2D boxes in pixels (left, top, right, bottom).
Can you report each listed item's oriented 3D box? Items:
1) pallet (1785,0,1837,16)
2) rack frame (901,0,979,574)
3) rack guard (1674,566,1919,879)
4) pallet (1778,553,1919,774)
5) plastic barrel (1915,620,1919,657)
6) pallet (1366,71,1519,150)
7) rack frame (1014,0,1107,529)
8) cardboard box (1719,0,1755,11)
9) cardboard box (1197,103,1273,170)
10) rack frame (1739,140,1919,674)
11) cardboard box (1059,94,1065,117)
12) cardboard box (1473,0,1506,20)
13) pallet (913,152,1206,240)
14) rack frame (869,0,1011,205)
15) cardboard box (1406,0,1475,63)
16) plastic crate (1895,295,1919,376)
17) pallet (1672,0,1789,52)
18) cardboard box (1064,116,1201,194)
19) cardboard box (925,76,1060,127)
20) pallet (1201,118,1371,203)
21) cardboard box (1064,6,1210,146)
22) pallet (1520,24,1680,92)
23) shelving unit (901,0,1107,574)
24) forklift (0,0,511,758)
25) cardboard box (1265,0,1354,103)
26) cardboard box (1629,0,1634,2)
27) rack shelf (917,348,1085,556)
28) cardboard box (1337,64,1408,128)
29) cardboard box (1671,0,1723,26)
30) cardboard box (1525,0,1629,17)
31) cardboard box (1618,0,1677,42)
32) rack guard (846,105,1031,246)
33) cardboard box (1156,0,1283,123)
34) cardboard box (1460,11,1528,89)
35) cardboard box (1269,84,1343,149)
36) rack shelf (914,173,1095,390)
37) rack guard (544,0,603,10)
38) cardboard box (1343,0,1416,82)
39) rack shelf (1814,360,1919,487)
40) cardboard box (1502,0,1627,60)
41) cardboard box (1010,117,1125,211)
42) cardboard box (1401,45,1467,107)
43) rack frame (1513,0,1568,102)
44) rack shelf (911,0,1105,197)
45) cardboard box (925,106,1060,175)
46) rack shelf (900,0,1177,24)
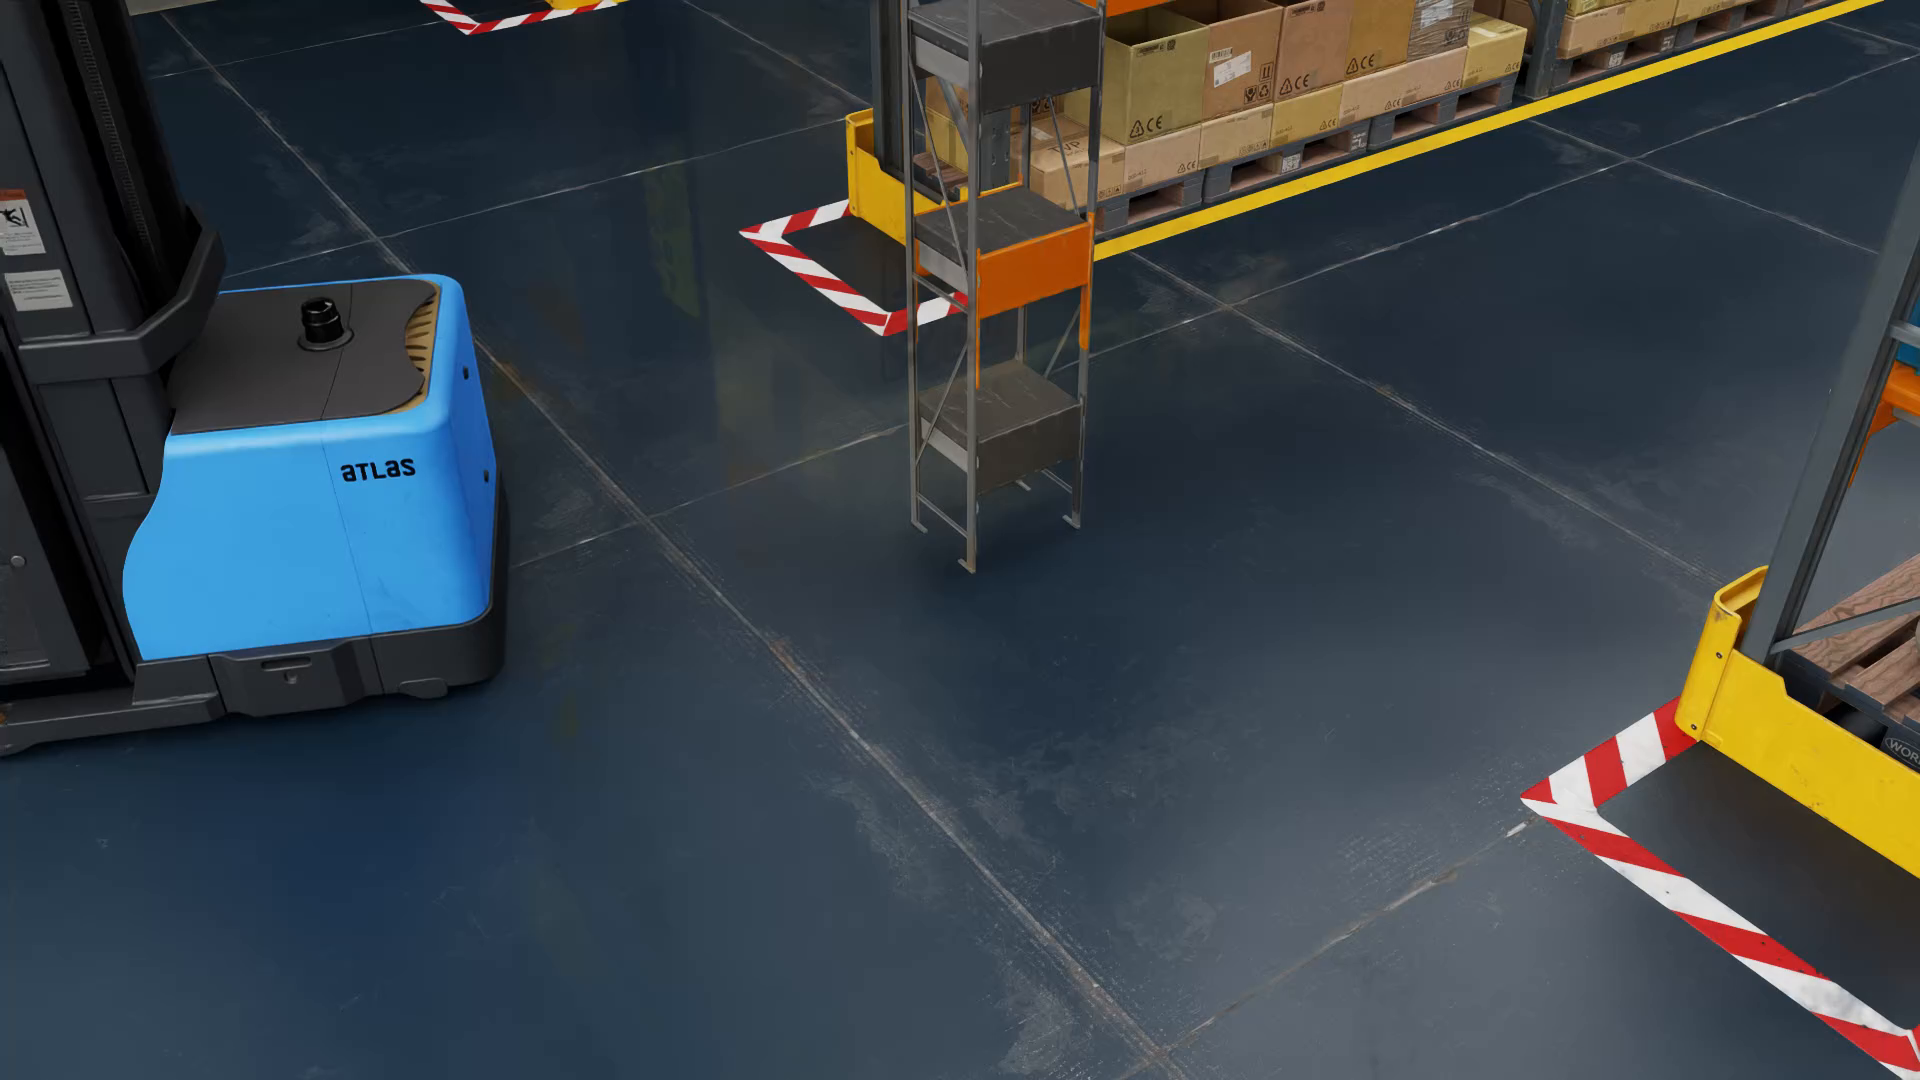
[{"bbox_3d":[5.741,-4.027,11.669,1.213,0.211,1.003,-22,41,-28],"label":"pallet"},{"bbox_3d":[-0.064,-0.826,5.600,0.015,2.100,0.400,-22,41,-28],"label":"rack frame"},{"bbox_3d":[2.783,0.605,4.980,0.348,0.500,1.175,-22,41,-28],"label":"rack guard"},{"bbox_3d":[3.450,0.452,5.441,1.213,0.211,1.003,-22,41,-28],"label":"pallet"},{"bbox_3d":[3.242,0.220,5.146,0.421,0.512,0.421,0,36,0],"label":"plastic barrel"},{"bbox_3d":[2.493,-2.693,9.813,1.213,0.211,1.003,-22,41,-28],"label":"pallet"},{"bbox_3d":[0.335,-0.990,5.828,0.015,2.100,0.400,-22,41,-28],"label":"rack frame"},{"bbox_3d":[4.896,-3.661,10.767,0.500,0.250,0.500,-22,41,-27],"label":"cardboard box"},{"bbox_3d":[1.279,-2.193,8.725,0.500,0.250,0.500,-22,41,-28],"label":"cardboard box"},{"bbox_3d":[2.748,-0.361,4.183,0.127,3.000,1.000,-22,41,-28],"label":"rack frame"},{"bbox_3d":[0.567,-2.276,8.841,0.500,0.250,0.500,-22,41,-28],"label":"cardboard box"},{"bbox_3d":[3.339,-3.404,10.409,0.500,0.250,0.500,-23,42,-28],"label":"cardboard box"},{"bbox_3d":[0.498,-1.872,8.672,1.213,0.211,1.003,-22,41,-28],"label":"pallet"},{"bbox_3d":[-0.103,-2.727,7.472,0.127,3.000,1.000,-22,41,-28],"label":"rack frame"},{"bbox_3d":[2.498,-3.008,9.216,0.500,0.500,0.500,-22,41,-28],"label":"cardboard box"},{"bbox_3d":[2.984,-0.612,4.659,0.616,0.251,0.499,-22,41,-28],"label":"plastic crate"},{"bbox_3d":[4.745,-3.619,11.101,1.213,0.211,1.003,-22,41,-28],"label":"pallet"},{"bbox_3d":[0.870,-2.025,8.492,0.500,0.250,0.500,-22,41,-28],"label":"cardboard box"},{"bbox_3d":[0.164,-2.408,8.382,0.500,0.500,0.500,-22,41,-28],"label":"cardboard box"},{"bbox_3d":[1.495,-2.280,9.239,1.213,0.211,1.003,-22,41,-28],"label":"pallet"},{"bbox_3d":[0.871,-2.329,8.272,0.500,0.500,0.500,-22,41,-28],"label":"cardboard box"},{"bbox_3d":[3.747,-3.206,10.527,1.213,0.211,1.003,-22,41,-28],"label":"pallet"},{"bbox_3d":[0.135,-0.908,5.714,0.503,2.100,0.431,-22,41,-28],"label":"shelving unit"},{"bbox_3d":[-3.094,-0.803,4.856,3.031,2.935,1.130,-6,36,-9],"label":"forklift"},{"bbox_3d":[1.691,-2.663,8.736,0.500,0.500,0.500,-22,41,-28],"label":"cardboard box"},{"bbox_3d":[4.060,-3.540,10.118,0.500,0.311,0.500,-23,42,-28],"label":"cardboard box"},{"bbox_3d":[0.135,-0.329,6.131,0.480,0.518,0.431,-22,41,-28],"label":"rack shelf"},{"bbox_3d":[2.099,-2.527,9.190,0.500,0.250,0.500,-22,41,-28],"label":"cardboard box"},{"bbox_3d":[4.480,-3.491,10.530,0.500,0.250,0.500,-24,42,-29],"label":"cardboard box"},{"bbox_3d":[3.648,-3.374,9.887,0.500,0.311,0.500,-22,41,-28],"label":"cardboard box"},{"bbox_3d":[4.058,-3.315,10.285,0.500,0.250,0.500,-21,41,-27],"label":"cardboard box"},{"bbox_3d":[-0.122,-1.704,8.191,0.348,0.500,1.175,-22,41,-28],"label":"rack guard"},{"bbox_3d":[1.273,-2.503,8.514,0.500,0.500,0.500,-22,41,-28],"label":"cardboard box"},{"bbox_3d":[2.914,-2.866,9.661,0.500,0.250,0.500,-22,41,-28],"label":"cardboard box"},{"bbox_3d":[1.691,-2.359,8.956,0.500,0.250,0.500,-22,41,-28],"label":"cardboard box"},{"bbox_3d":[0.135,-0.897,5.722,0.480,0.518,0.431,-22,41,-28],"label":"rack shelf"},{"bbox_3d":[-2.897,-4.100,11.523,0.348,0.500,1.175,-22,41,-28],"label":"rack guard"},{"bbox_3d":[2.092,-2.838,8.980,0.500,0.500,0.500,-22,41,-28],"label":"cardboard box"},{"bbox_3d":[4.382,-0.742,5.329,4.000,0.370,1.077,-22,41,-28],"label":"rack shelf"},{"bbox_3d":[3.639,-3.144,10.047,0.500,0.250,0.500,-23,42,-29],"label":"cardboard box"},{"bbox_3d":[0.464,-1.855,8.256,0.500,0.250,0.500,-22,41,-28],"label":"cardboard box"},{"bbox_3d":[2.499,-2.702,9.434,0.500,0.250,0.500,-22,41,-28],"label":"cardboard box"},{"bbox_3d":[3.167,-4.072,9.343,0.127,3.000,1.000,-22,41,-28],"label":"rack frame"},{"bbox_3d":[0.135,-1.465,5.314,0.480,0.518,0.431,-22,41,-28],"label":"rack shelf"},{"bbox_3d":[0.165,-2.102,8.599,0.500,0.250,0.500,-22,41,-28],"label":"cardboard box"},{"bbox_3d":[1.532,-3.107,8.617,4.000,0.370,1.077,-22,41,-28],"label":"rack shelf"}]
